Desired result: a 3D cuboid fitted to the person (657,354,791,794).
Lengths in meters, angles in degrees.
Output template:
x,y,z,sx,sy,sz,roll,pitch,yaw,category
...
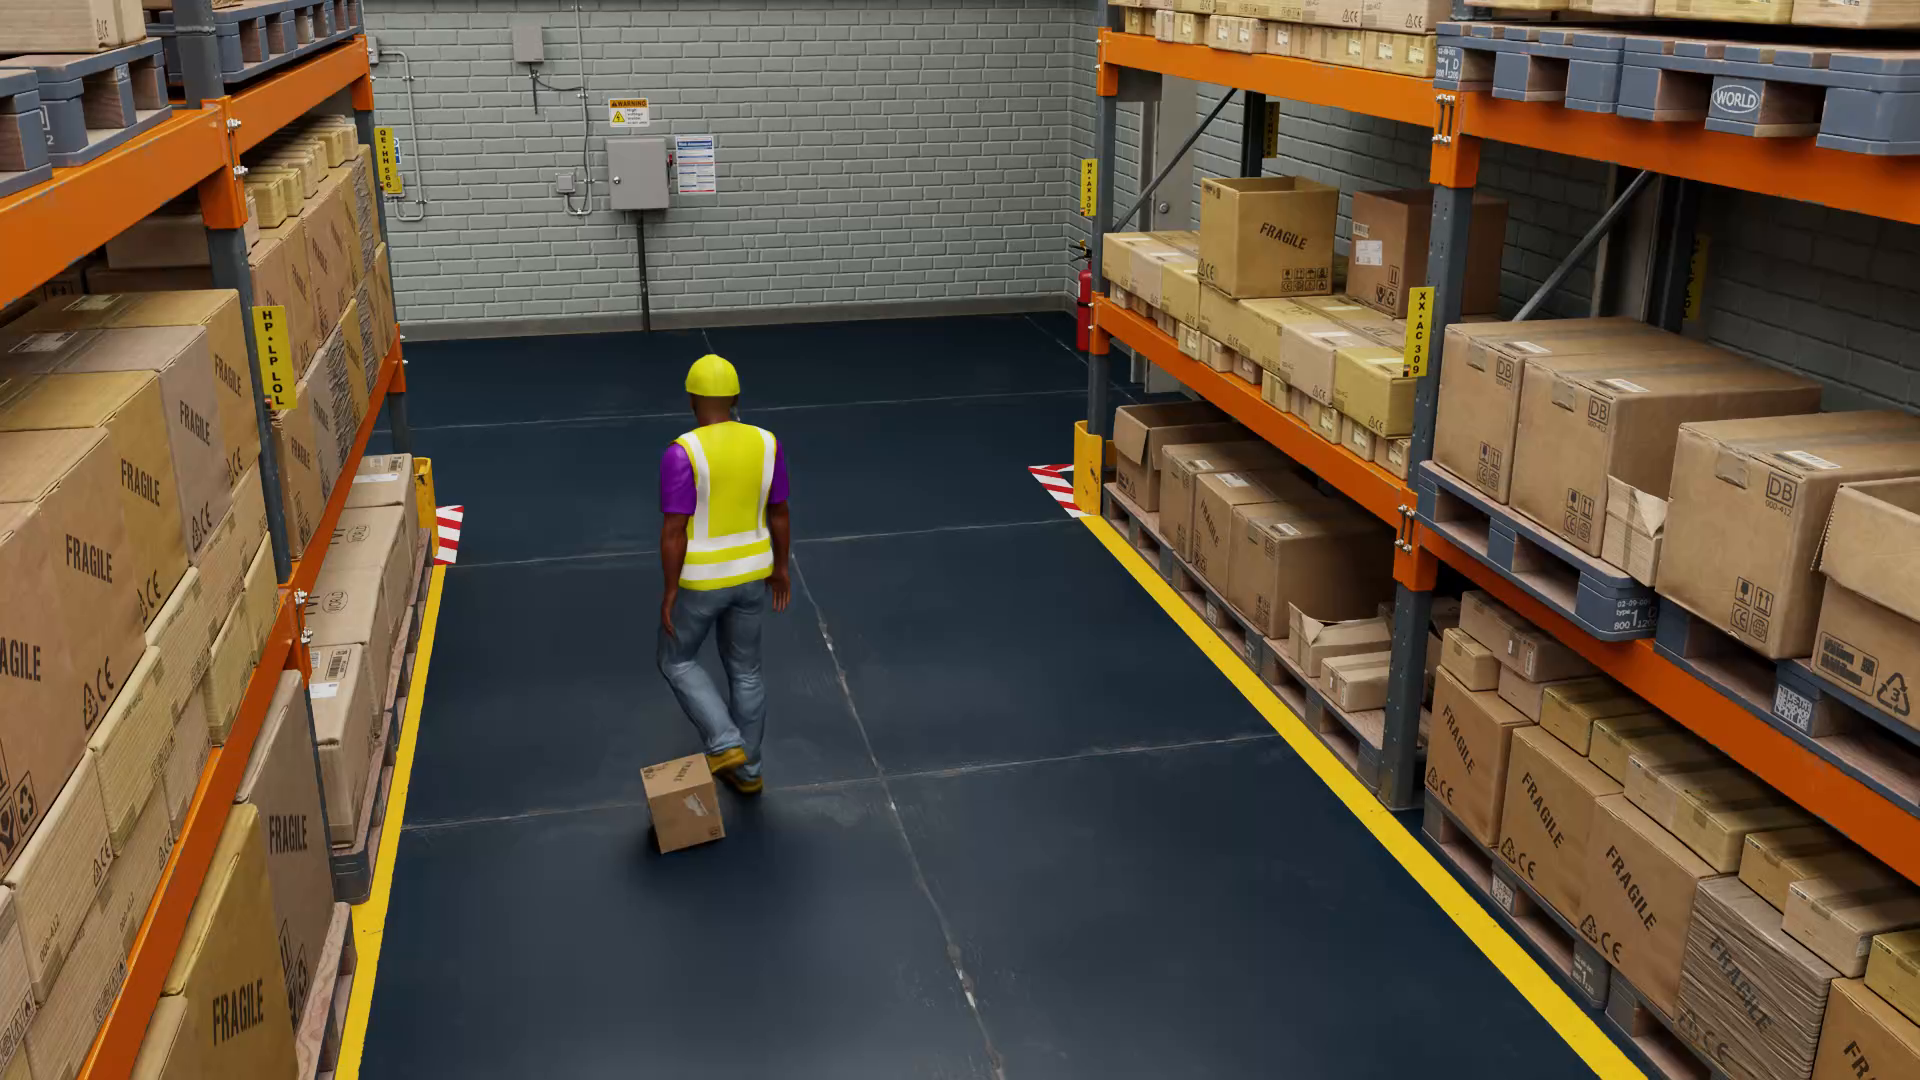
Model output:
x,y,z,sx,sy,sz,roll,pitch,yaw,category
-0.930,0.154,6.568,0.617,1.756,0.518,-14,24,-34,person
